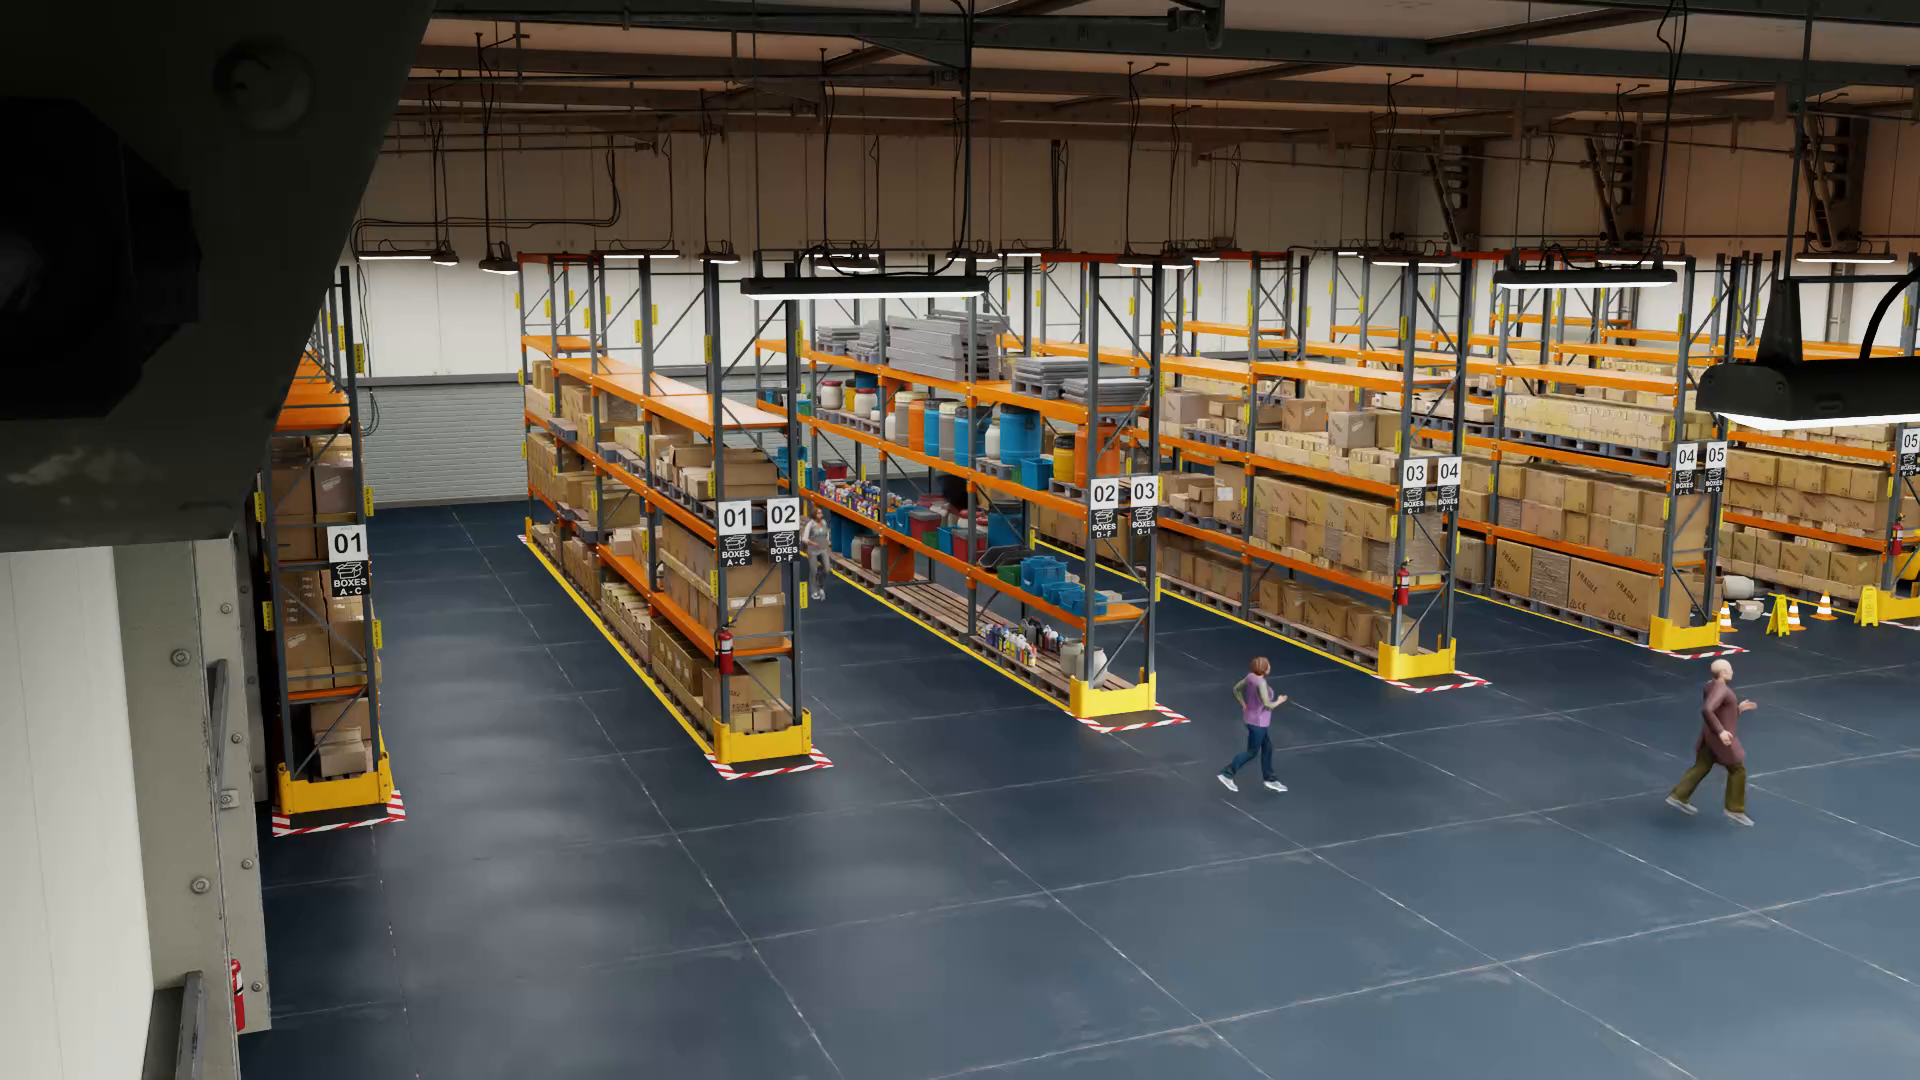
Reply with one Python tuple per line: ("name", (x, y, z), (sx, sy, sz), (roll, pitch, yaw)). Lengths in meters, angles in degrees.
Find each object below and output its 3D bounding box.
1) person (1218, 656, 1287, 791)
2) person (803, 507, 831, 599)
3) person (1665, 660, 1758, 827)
("person", (3.358, 2.110, 18.946), (0.831, 1.611, 0.566), (-1, 10, -6))
("person", (-2.363, 0.242, 27.816), (0.529, 1.572, 0.577), (-6, 12, -29))
("person", (8.218, 2.194, 18.055), (0.873, 1.835, 0.677), (0, 10, 1))
